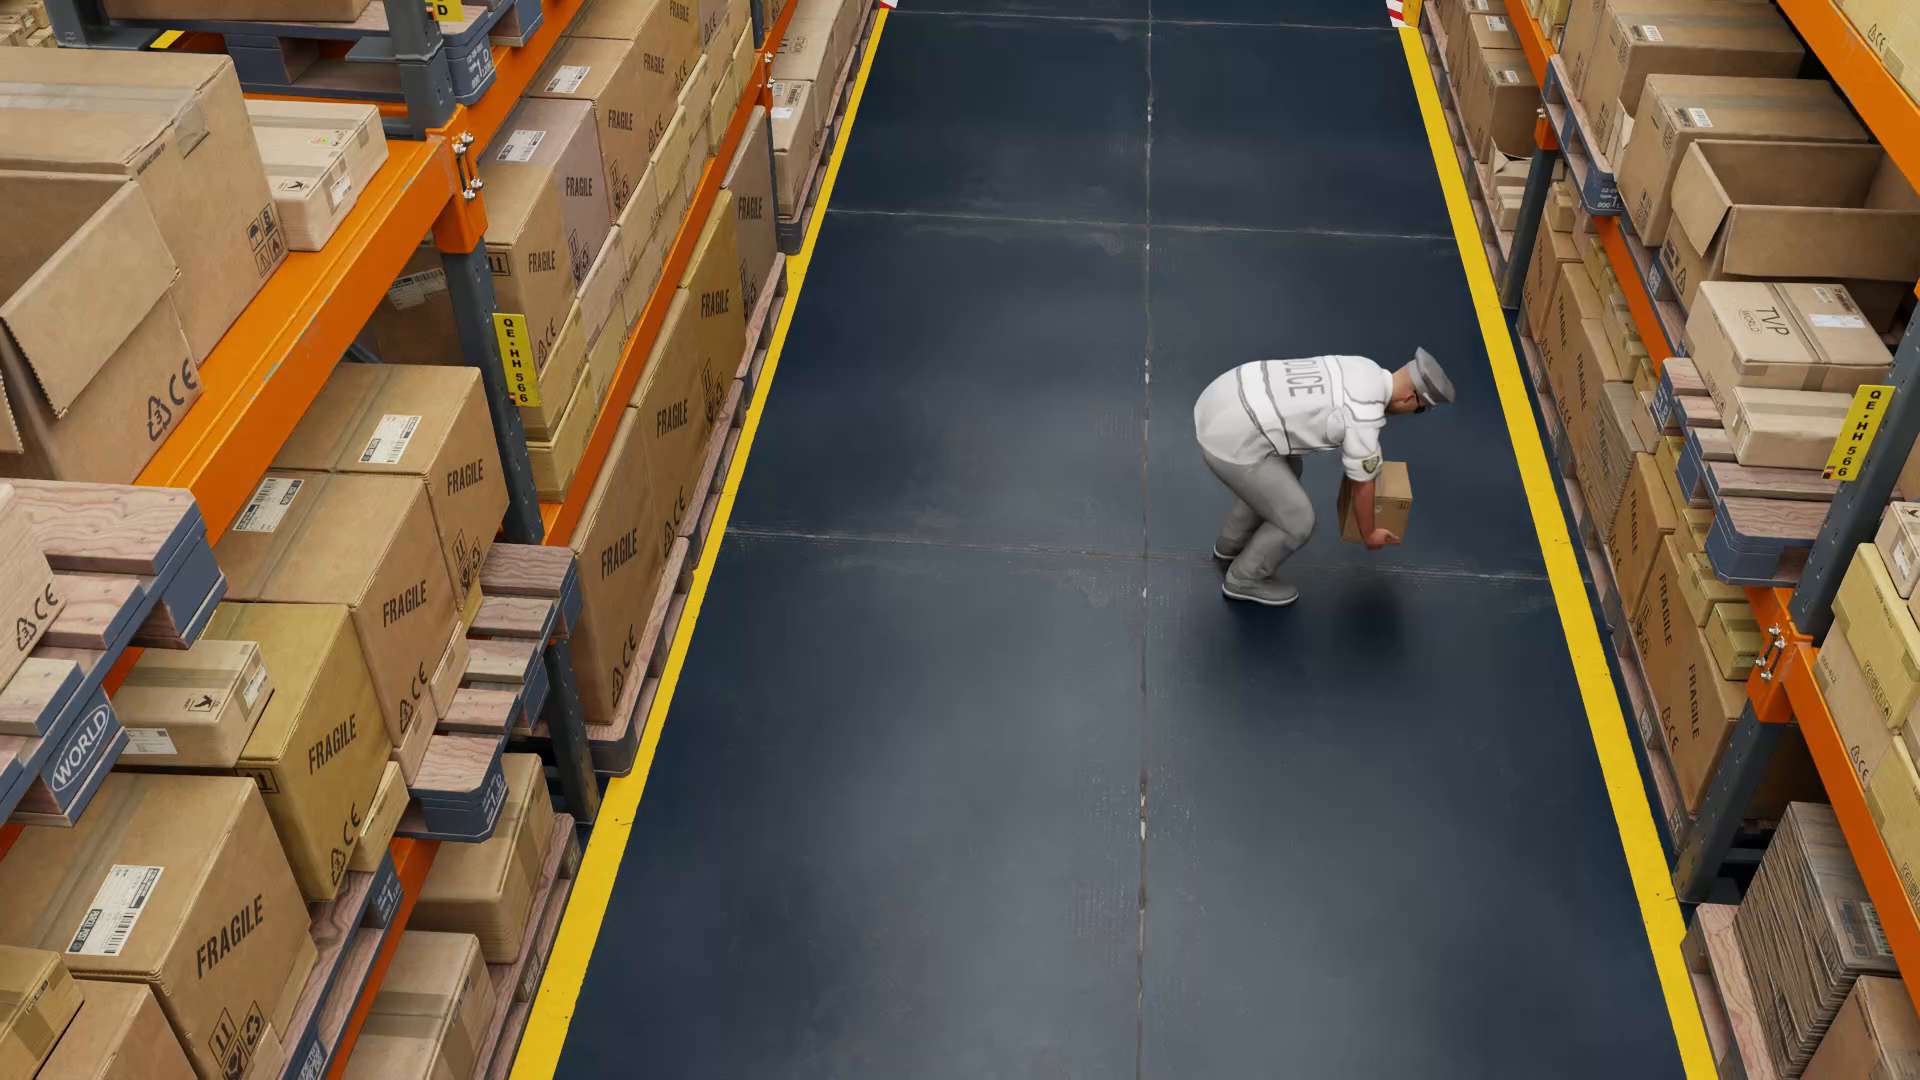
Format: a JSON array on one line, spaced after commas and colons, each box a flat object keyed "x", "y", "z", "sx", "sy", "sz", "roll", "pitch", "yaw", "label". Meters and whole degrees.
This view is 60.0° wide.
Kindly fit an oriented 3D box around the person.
[{"x": 1.474, "y": -0.283, "z": 6.947, "sx": 1.029, "sy": 1.171, "sz": 0.516, "roll": 1, "pitch": 40, "yaw": 2, "label": "person"}]
